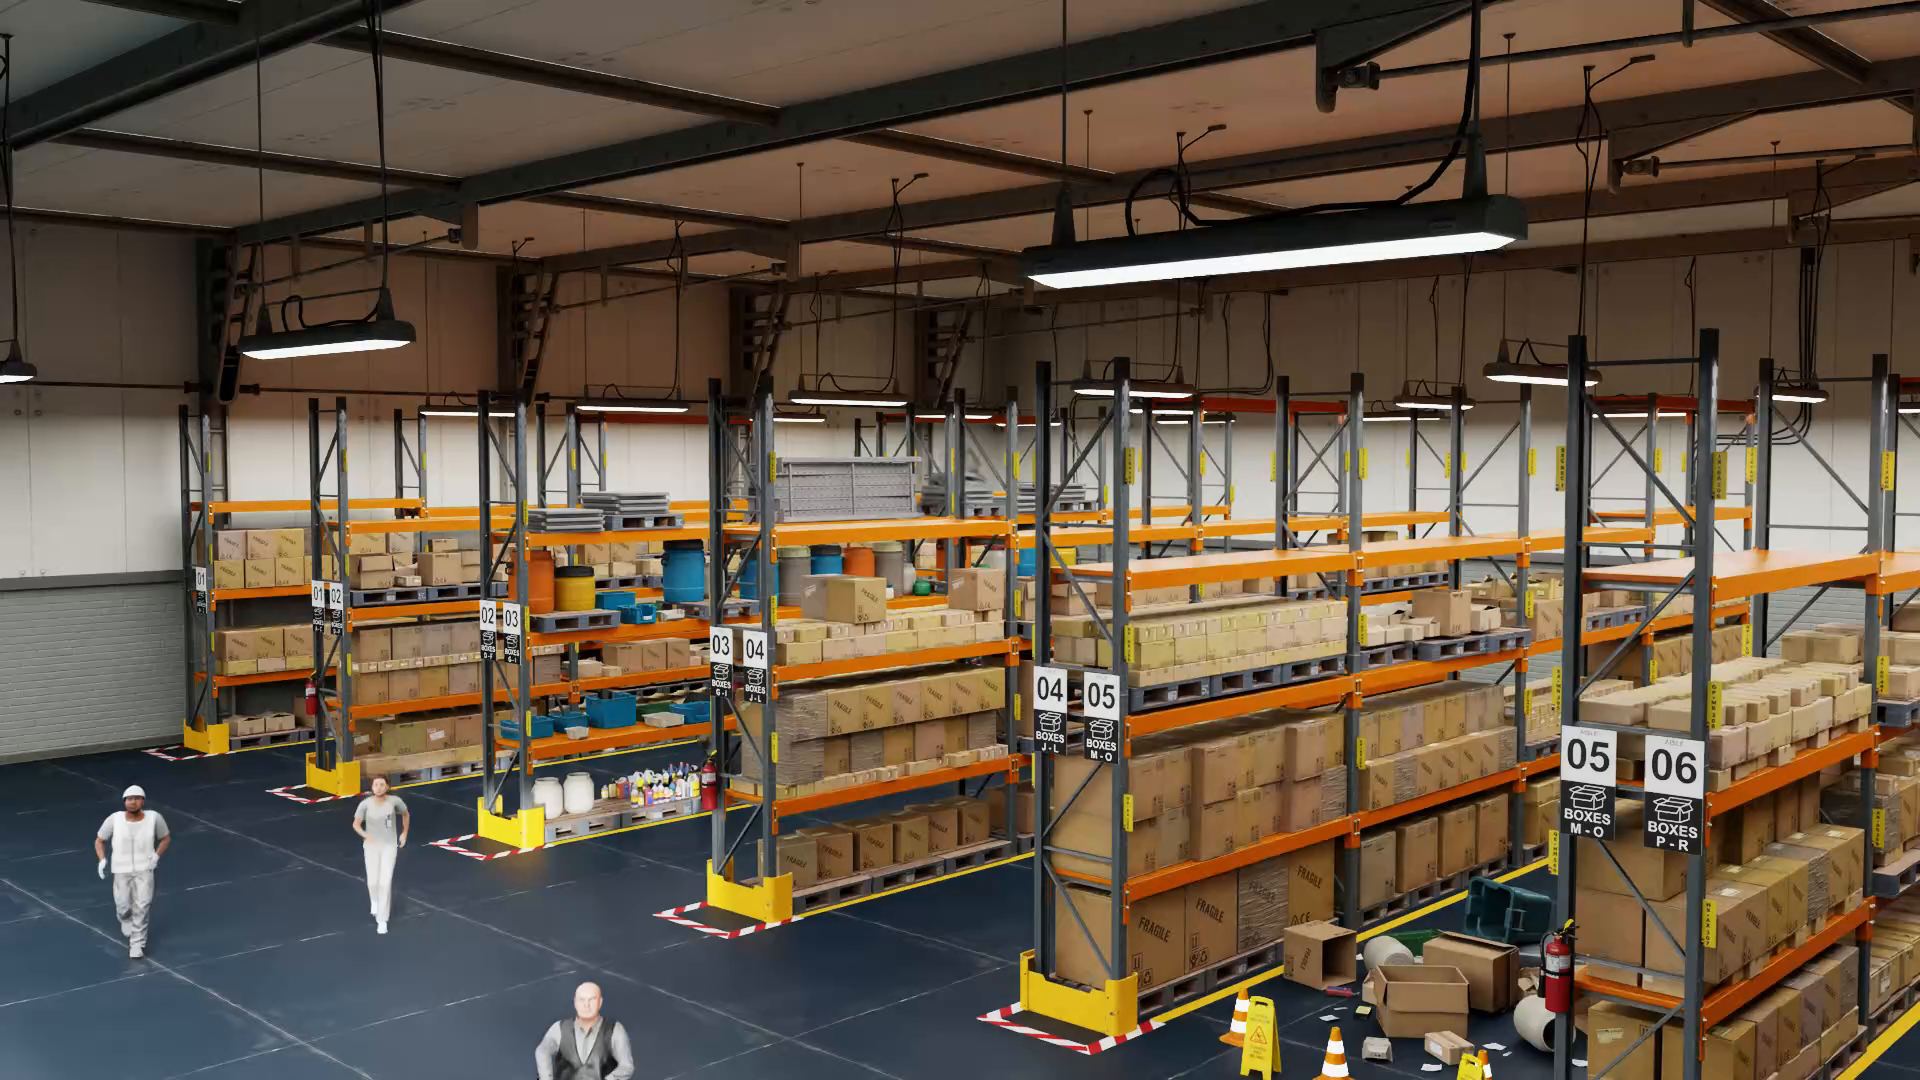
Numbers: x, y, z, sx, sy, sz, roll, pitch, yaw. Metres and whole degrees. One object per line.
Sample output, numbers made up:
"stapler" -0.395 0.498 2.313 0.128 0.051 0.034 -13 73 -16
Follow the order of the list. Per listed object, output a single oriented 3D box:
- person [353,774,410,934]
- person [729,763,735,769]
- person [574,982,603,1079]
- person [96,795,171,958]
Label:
"person" -2.369 3.057 24.291 11.627 1.678 10.312 -1 3 -16
"person" -3.921 2.902 26.784 0.646 1.719 0.677 2 4 34
"person" -2.469 3.732 10.801 0.504 1.692 0.663 -1 3 -13
"person" 1.961 2.597 15.102 17.797 3.566 13.475 -1 3 -26
